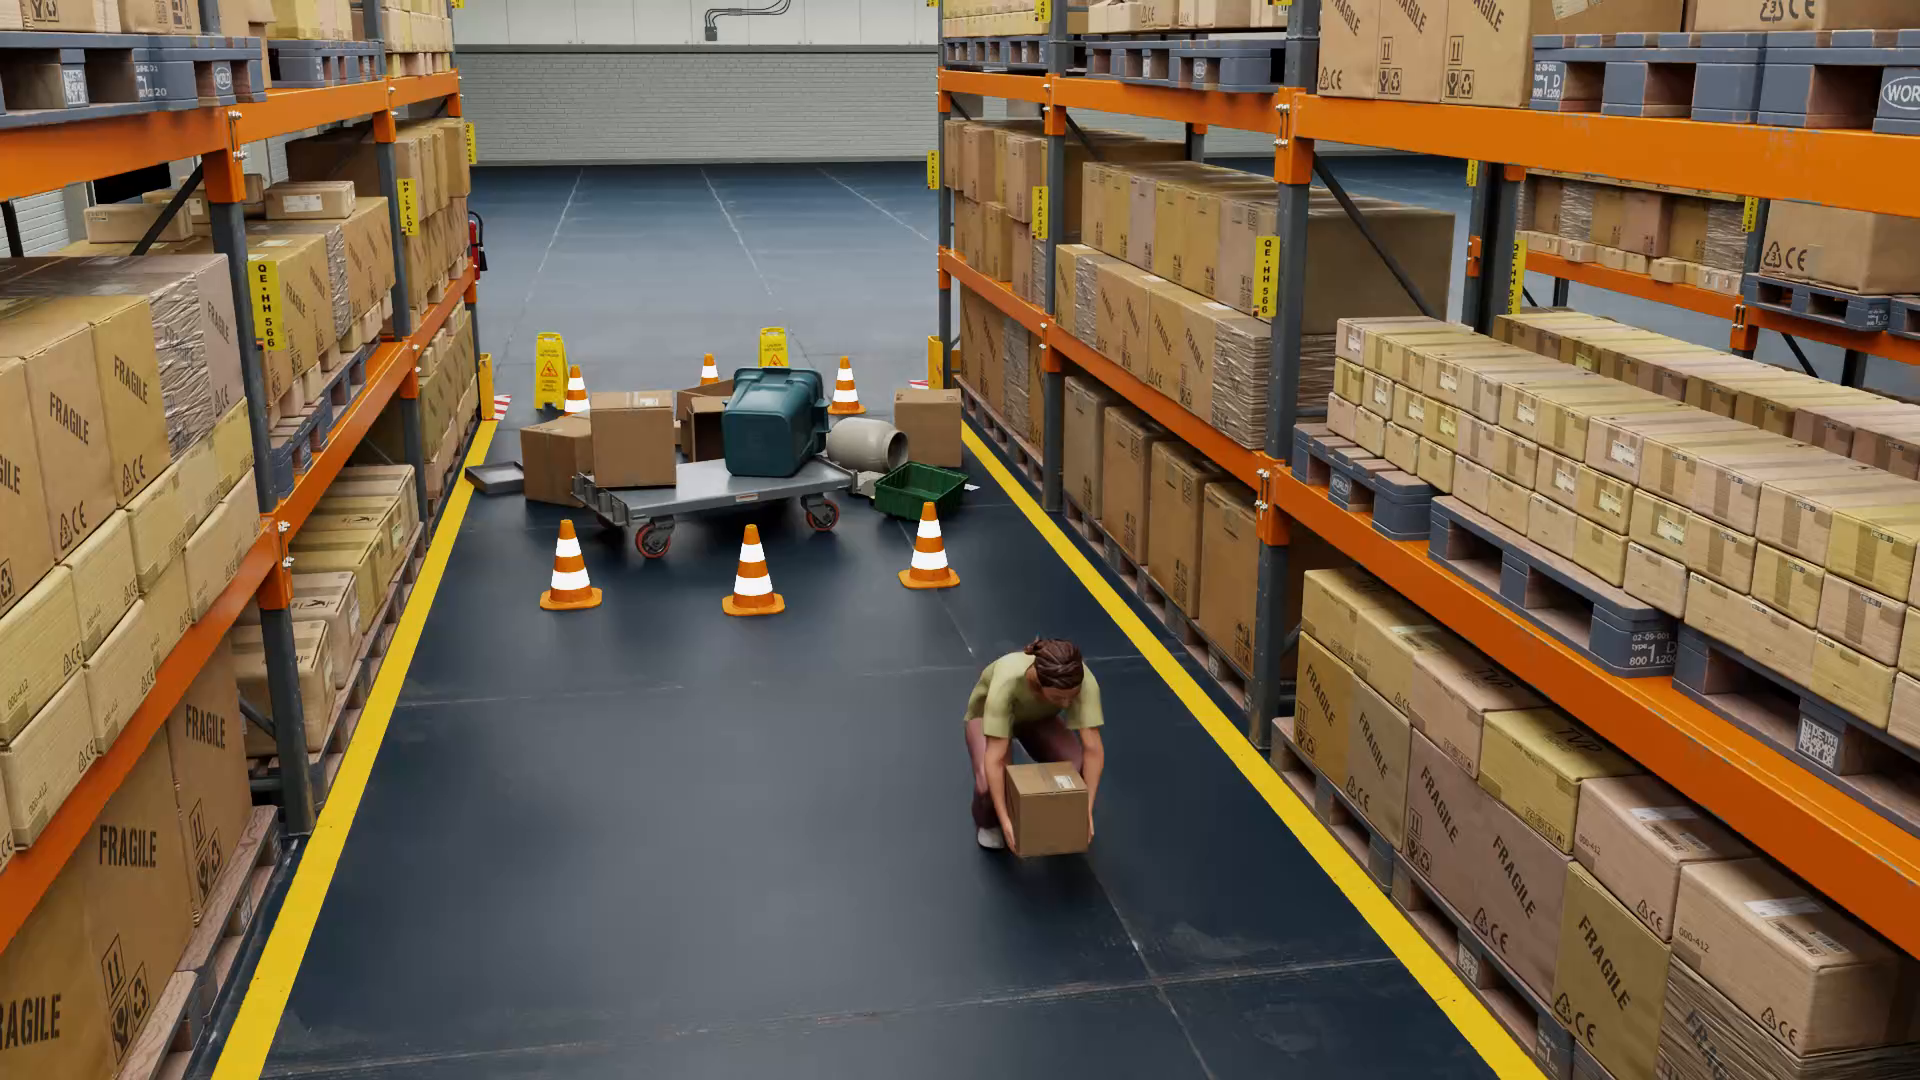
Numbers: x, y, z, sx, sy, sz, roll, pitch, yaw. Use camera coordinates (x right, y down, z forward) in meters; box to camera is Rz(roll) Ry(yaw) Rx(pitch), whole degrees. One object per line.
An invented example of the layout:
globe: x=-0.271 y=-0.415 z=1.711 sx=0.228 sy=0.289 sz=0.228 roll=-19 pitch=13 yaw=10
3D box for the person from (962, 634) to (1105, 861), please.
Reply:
person: x=0.275 y=0.747 z=6.321 sx=0.490 sy=0.937 sz=0.795 roll=-3 pitch=17 yaw=-10
